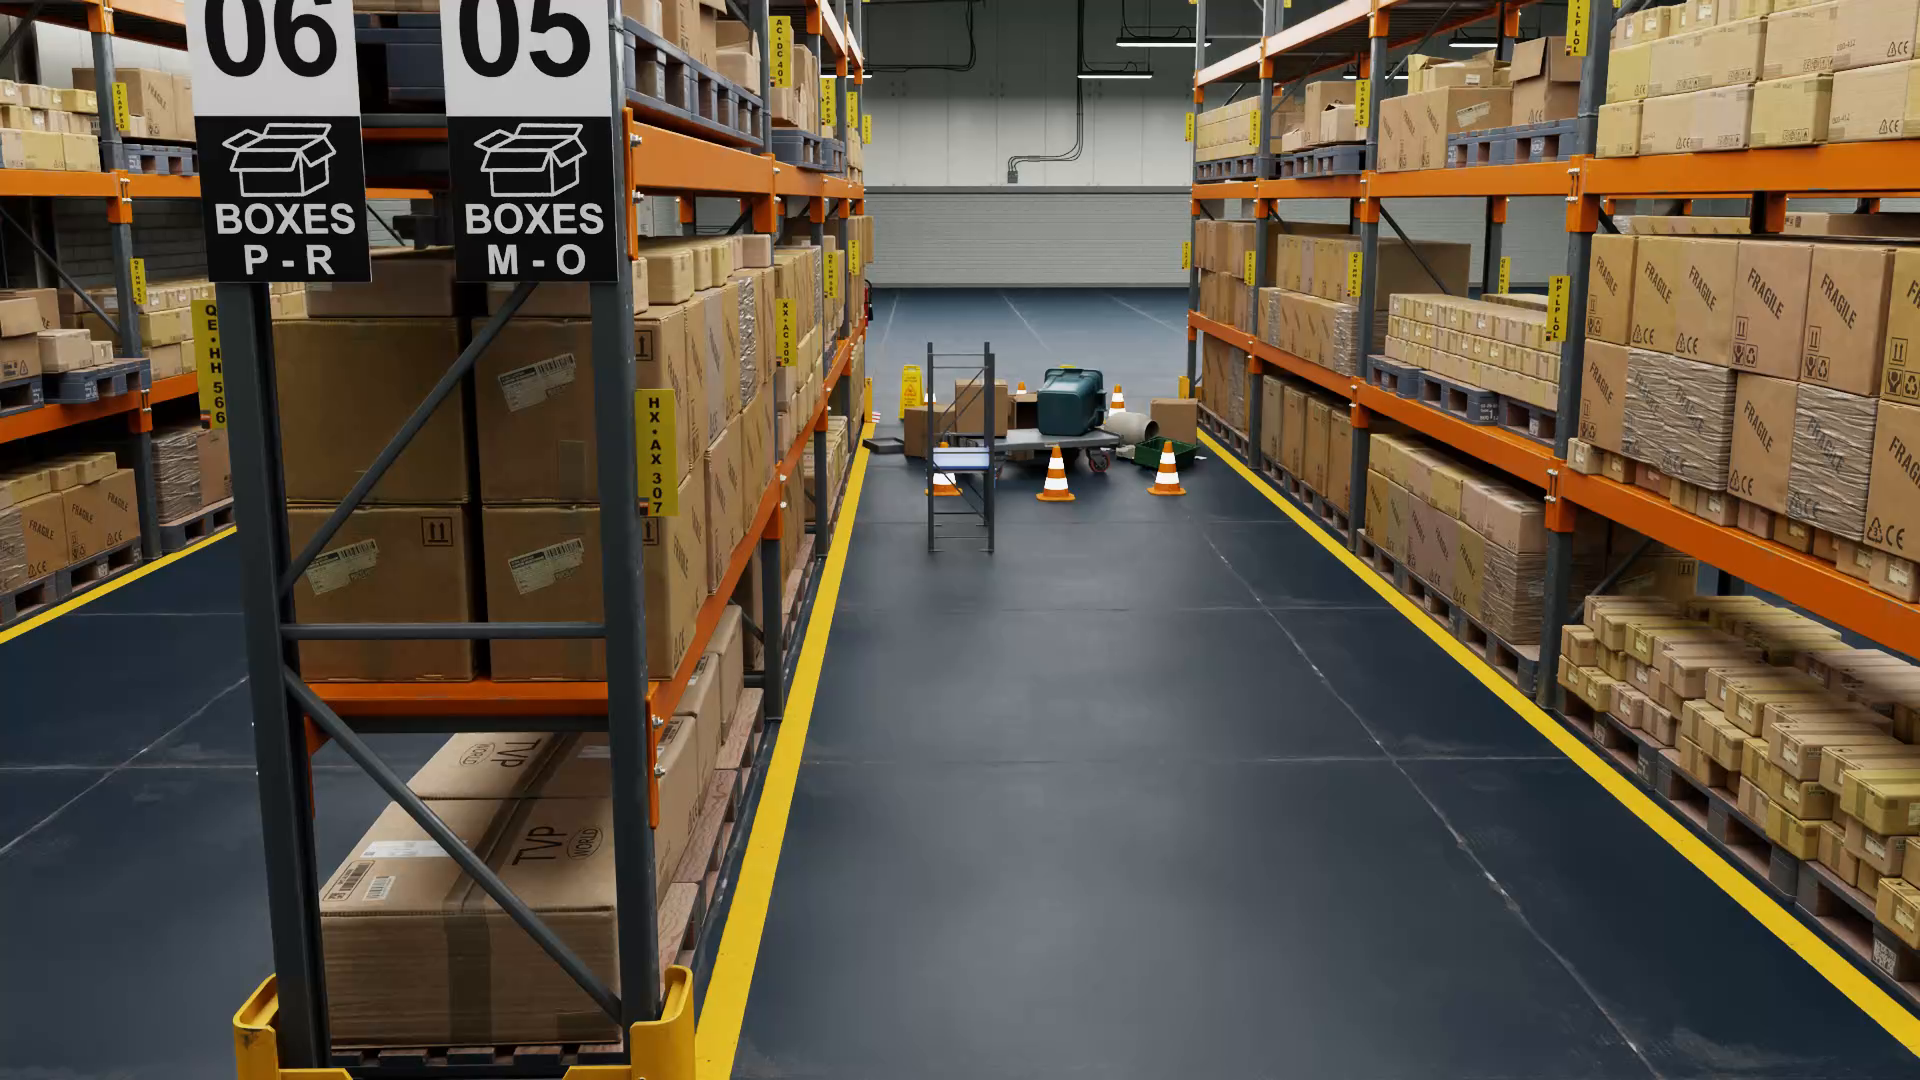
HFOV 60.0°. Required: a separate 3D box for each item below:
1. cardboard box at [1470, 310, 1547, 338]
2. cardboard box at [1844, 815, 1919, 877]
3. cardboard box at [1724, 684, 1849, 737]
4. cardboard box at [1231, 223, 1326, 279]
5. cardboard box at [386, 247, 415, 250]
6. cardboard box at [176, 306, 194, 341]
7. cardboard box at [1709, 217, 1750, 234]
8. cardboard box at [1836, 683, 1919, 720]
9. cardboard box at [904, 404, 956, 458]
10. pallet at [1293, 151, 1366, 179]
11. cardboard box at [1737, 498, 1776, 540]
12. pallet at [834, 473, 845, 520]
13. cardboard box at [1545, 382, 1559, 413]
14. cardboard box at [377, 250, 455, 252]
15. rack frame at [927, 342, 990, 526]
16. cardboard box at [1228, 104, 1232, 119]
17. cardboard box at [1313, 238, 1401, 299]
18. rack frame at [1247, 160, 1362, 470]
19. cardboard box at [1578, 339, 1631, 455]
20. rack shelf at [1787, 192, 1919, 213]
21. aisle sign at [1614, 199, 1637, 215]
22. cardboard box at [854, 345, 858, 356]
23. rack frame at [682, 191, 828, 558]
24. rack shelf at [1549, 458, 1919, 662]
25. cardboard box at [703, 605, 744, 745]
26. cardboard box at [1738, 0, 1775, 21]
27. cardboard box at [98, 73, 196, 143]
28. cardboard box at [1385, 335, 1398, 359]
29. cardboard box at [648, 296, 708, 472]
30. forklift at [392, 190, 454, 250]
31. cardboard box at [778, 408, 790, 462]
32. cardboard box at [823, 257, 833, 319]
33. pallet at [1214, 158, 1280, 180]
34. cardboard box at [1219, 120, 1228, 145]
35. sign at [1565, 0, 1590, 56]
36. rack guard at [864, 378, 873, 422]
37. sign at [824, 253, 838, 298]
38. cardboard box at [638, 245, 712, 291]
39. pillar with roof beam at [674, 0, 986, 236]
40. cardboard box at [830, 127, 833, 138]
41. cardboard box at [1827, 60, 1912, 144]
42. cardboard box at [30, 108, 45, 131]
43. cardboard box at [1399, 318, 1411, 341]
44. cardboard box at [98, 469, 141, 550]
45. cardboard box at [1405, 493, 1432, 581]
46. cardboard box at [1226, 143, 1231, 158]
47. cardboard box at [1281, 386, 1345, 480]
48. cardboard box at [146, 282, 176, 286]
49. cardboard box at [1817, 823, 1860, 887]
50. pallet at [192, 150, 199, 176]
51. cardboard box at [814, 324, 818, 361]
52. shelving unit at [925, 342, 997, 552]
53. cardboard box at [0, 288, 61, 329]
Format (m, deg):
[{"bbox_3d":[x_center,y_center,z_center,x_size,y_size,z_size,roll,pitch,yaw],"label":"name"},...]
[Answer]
[{"bbox_3d":[3.310,-1.304,10.023,0.380,0.149,0.250,-1,11,-4],"label":"cardboard box"},{"bbox_3d":[3.313,1.042,5.745,0.380,0.149,0.250,-1,11,-3],"label":"cardboard box"},{"bbox_3d":[3.346,0.688,6.741,0.380,0.149,0.250,0,11,-1],"label":"cardboard box"},{"bbox_3d":[3.273,-2.967,17.047,0.875,0.550,0.550,0,11,-1],"label":"cardboard box"},{"bbox_3d":[-6.332,-3.257,18.939,0.380,0.149,0.250,0,11,0],"label":"cardboard box"},{"bbox_3d":[-6.227,-1.686,12.943,0.500,0.250,0.500,0,11,1],"label":"cardboard box"},{"bbox_3d":[8.039,-3.055,17.058,0.500,0.500,0.500,0,11,-1],"label":"cardboard box"},{"bbox_3d":[3.803,0.686,6.749,0.380,0.149,0.250,0,11,-1],"label":"cardboard box"},{"bbox_3d":[-0.235,-1.136,17.397,0.500,0.500,0.500,9,15,38],"label":"cardboard box"},{"bbox_3d":[3.364,-3.115,13.797,1.003,0.211,1.213,0,11,1],"label":"pallet"},{"bbox_3d":[3.346,-0.096,6.622,0.380,0.149,0.250,0,11,1],"label":"cardboard box"},{"bbox_3d":[-1.527,-0.377,14.387,1.003,0.211,1.213,0,11,-1],"label":"pallet"},{"bbox_3d":[3.333,-0.753,8.800,0.380,0.149,0.250,0,11,-2],"label":"cardboard box"},{"bbox_3d":[-1.616,-0.835,5.234,0.380,0.149,0.250,0,11,0],"label":"cardboard box"},{"bbox_3d":[-0.012,-0.853,13.492,0.500,1.500,0.032,0,11,-1],"label":"rack frame"},{"bbox_3d":[3.022,-4.497,17.455,0.380,0.149,0.250,0,11,-2],"label":"cardboard box"},{"bbox_3d":[3.422,-2.319,14.181,0.700,0.500,0.500,0,11,-2],"label":"cardboard box"},{"bbox_3d":[3.374,-2.182,16.271,1.000,3.000,0.127,0,11,-1],"label":"rack frame"},{"bbox_3d":[3.297,-0.687,7.902,0.500,0.500,0.500,0,11,-2],"label":"cardboard box"},{"bbox_3d":[8.376,-2.902,14.086,1.077,0.370,4.000,0,11,-1],"label":"rack shelf"},{"bbox_3d":[7.951,-4.263,19.988,0.394,0.787,0.004,0,11,-1],"label":"aisle sign"},{"bbox_3d":[-1.279,-1.984,17.638,0.380,0.149,0.250,0,11,2],"label":"cardboard box"},{"bbox_3d":[-1.490,-1.347,12.152,1.000,3.000,0.127,0,11,-1],"label":"rack frame"},{"bbox_3d":[3.581,0.158,6.544,1.077,0.370,4.000,0,11,-1],"label":"rack shelf"},{"bbox_3d":[-1.502,0.624,7.828,0.875,0.438,0.875,0,11,-2],"label":"cardboard box"},{"bbox_3d":[3.282,-2.108,6.481,0.380,0.149,0.250,0,11,2],"label":"cardboard box"},{"bbox_3d":[-6.335,-3.344,12.895,0.700,0.500,0.500,0,11,-2],"label":"cardboard box"},{"bbox_3d":[3.264,-1.380,11.892,0.380,0.149,0.250,0,11,-2],"label":"cardboard box"},{"bbox_3d":[-1.068,-0.495,5.186,0.500,0.500,0.500,-1,11,-3],"label":"cardboard box"},{"bbox_3d":[-3.782,-1.527,13.212,1.130,2.935,3.031,-7,13,-31],"label":"forklift"},{"bbox_3d":[-1.153,-0.566,8.684,0.500,0.250,0.500,-1,11,-2],"label":"cardboard box"},{"bbox_3d":[-1.304,-2.047,13.547,0.500,0.500,0.500,0,11,0],"label":"cardboard box"},{"bbox_3d":[3.345,-4.013,17.975,1.003,0.211,1.213,0,11,-1],"label":"pallet"},{"bbox_3d":[3.077,-4.376,17.864,0.500,0.250,0.500,0,11,-1],"label":"cardboard box"},{"bbox_3d":[2.984,-2.505,8.028,0.100,0.325,0.005,0,11,-1],"label":"sign"},{"bbox_3d":[-1.654,-1.697,20.165,1.175,0.500,0.348,0,11,-1],"label":"rack guard"},{"bbox_3d":[-0.936,-1.917,12.051,0.100,0.325,0.005,0,11,-1],"label":"sign"},{"bbox_3d":[-1.068,-0.943,5.764,0.380,0.149,0.250,0,11,-1],"label":"cardboard box"},{"bbox_3d":[-3.821,-11.695,48.071,9.100,9.000,0.548,0,11,-1],"label":"pillar with roof beam"},{"bbox_3d":[-1.416,-3.629,15.177,0.500,0.250,0.500,0,11,-2],"label":"cardboard box"},{"bbox_3d":[3.333,-1.483,5.656,0.500,0.250,0.500,0,11,1],"label":"cardboard box"},{"bbox_3d":[-6.239,-2.744,10.870,0.380,0.149,0.250,0,11,0],"label":"cardboard box"},{"bbox_3d":[3.273,-1.465,11.562,0.380,0.149,0.250,0,11,2],"label":"cardboard box"},{"bbox_3d":[-6.229,-0.223,11.845,0.500,0.500,0.500,0,11,0],"label":"cardboard box"},{"bbox_3d":[3.245,-0.024,10.864,0.500,0.500,0.500,-1,11,-3],"label":"cardboard box"},{"bbox_3d":[3.019,-4.108,17.544,0.380,0.149,0.250,0,11,-2],"label":"cardboard box"},{"bbox_3d":[3.493,-0.971,14.901,1.050,0.750,0.750,0,11,-1],"label":"cardboard box"},{"bbox_3d":[-6.713,-2.061,13.792,0.380,0.149,0.250,0,11,0],"label":"cardboard box"},{"bbox_3d":[3.358,1.138,6.018,0.380,0.149,0.250,0,11,-1],"label":"cardboard box"},{"bbox_3d":[-6.582,-3.060,13.527,1.003,0.211,1.213,0,11,1],"label":"pallet"},{"bbox_3d":[-1.212,-1.321,11.146,0.500,0.250,0.500,-1,11,-3],"label":"cardboard box"},{"bbox_3d":[-0.002,-0.752,12.994,0.538,1.500,1.048,0,11,-1],"label":"shelving unit"},{"bbox_3d":[-6.599,-1.477,11.489,0.500,0.500,0.500,0,11,2],"label":"cardboard box"}]
